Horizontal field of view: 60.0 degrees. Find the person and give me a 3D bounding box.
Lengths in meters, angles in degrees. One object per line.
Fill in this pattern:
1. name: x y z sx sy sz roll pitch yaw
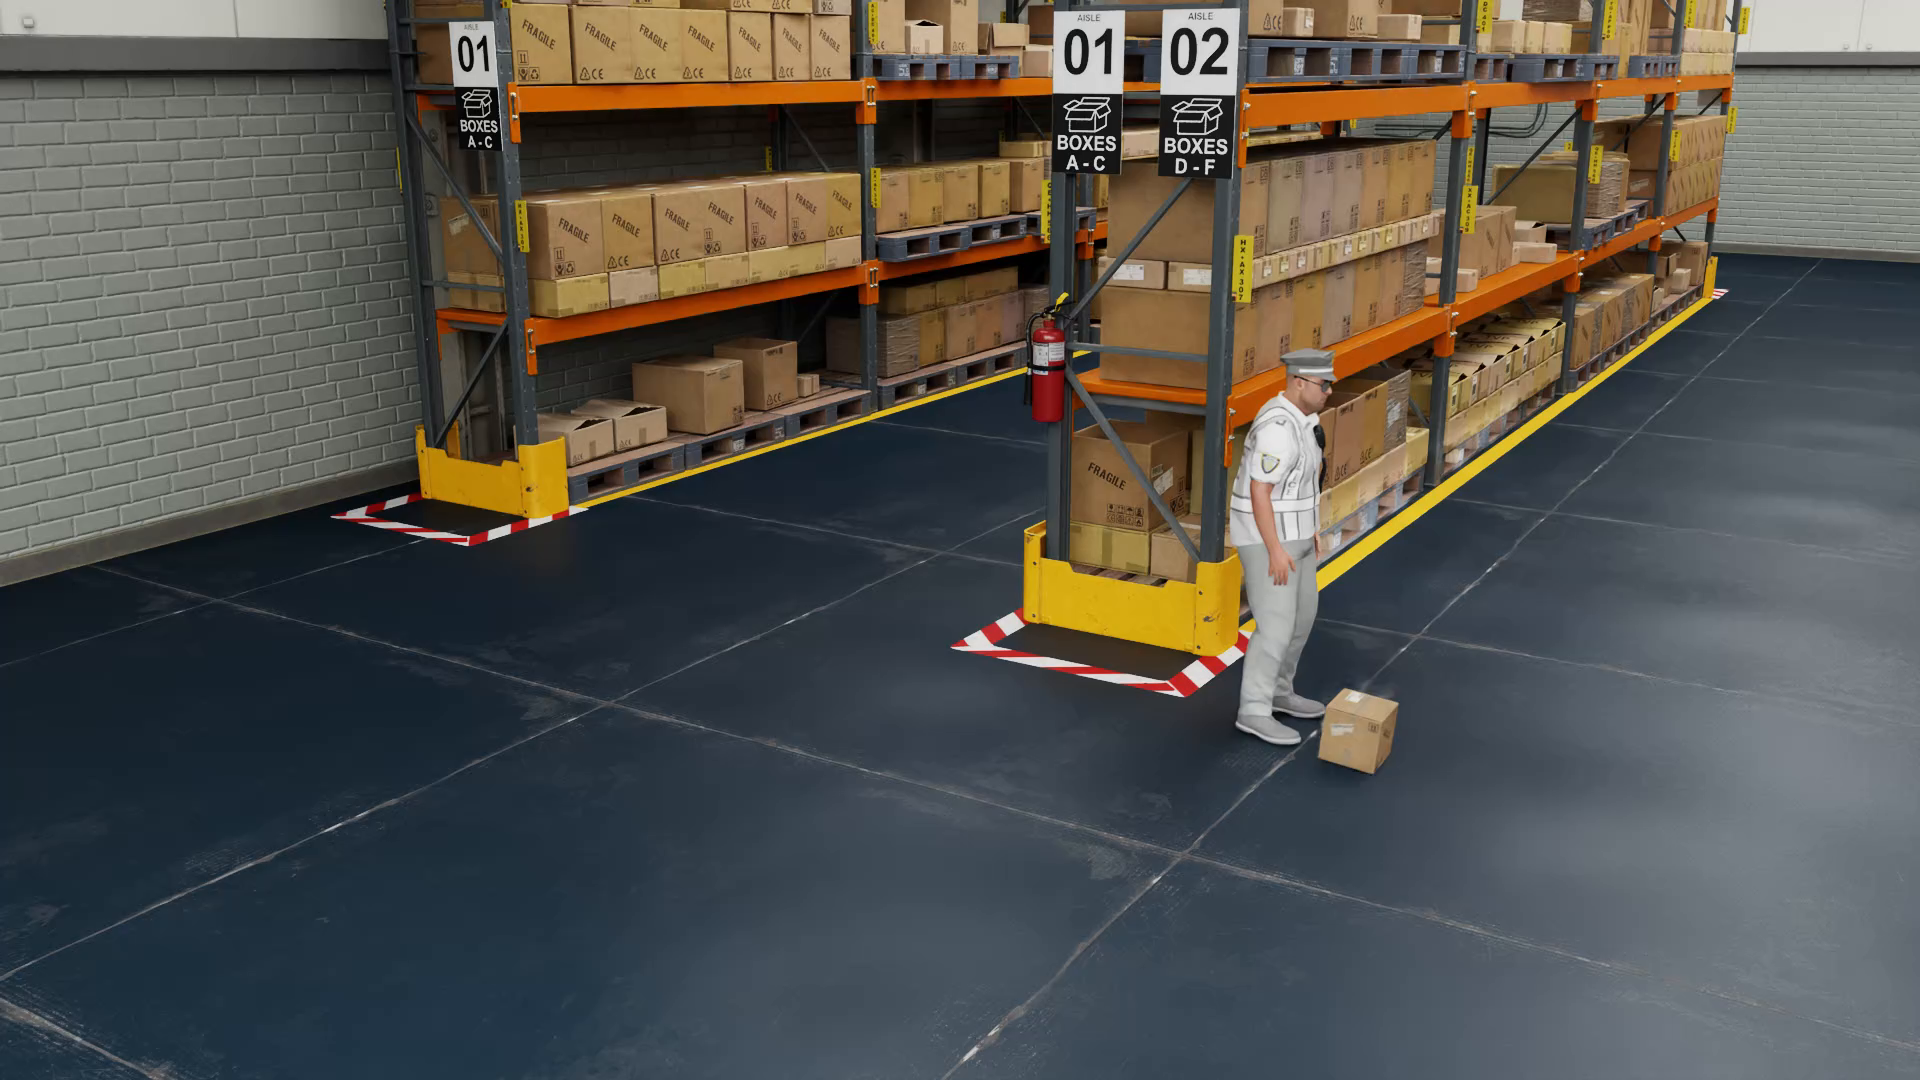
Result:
1. person: 1.463 0.001 7.512 0.438 1.749 0.585 10 19 30
